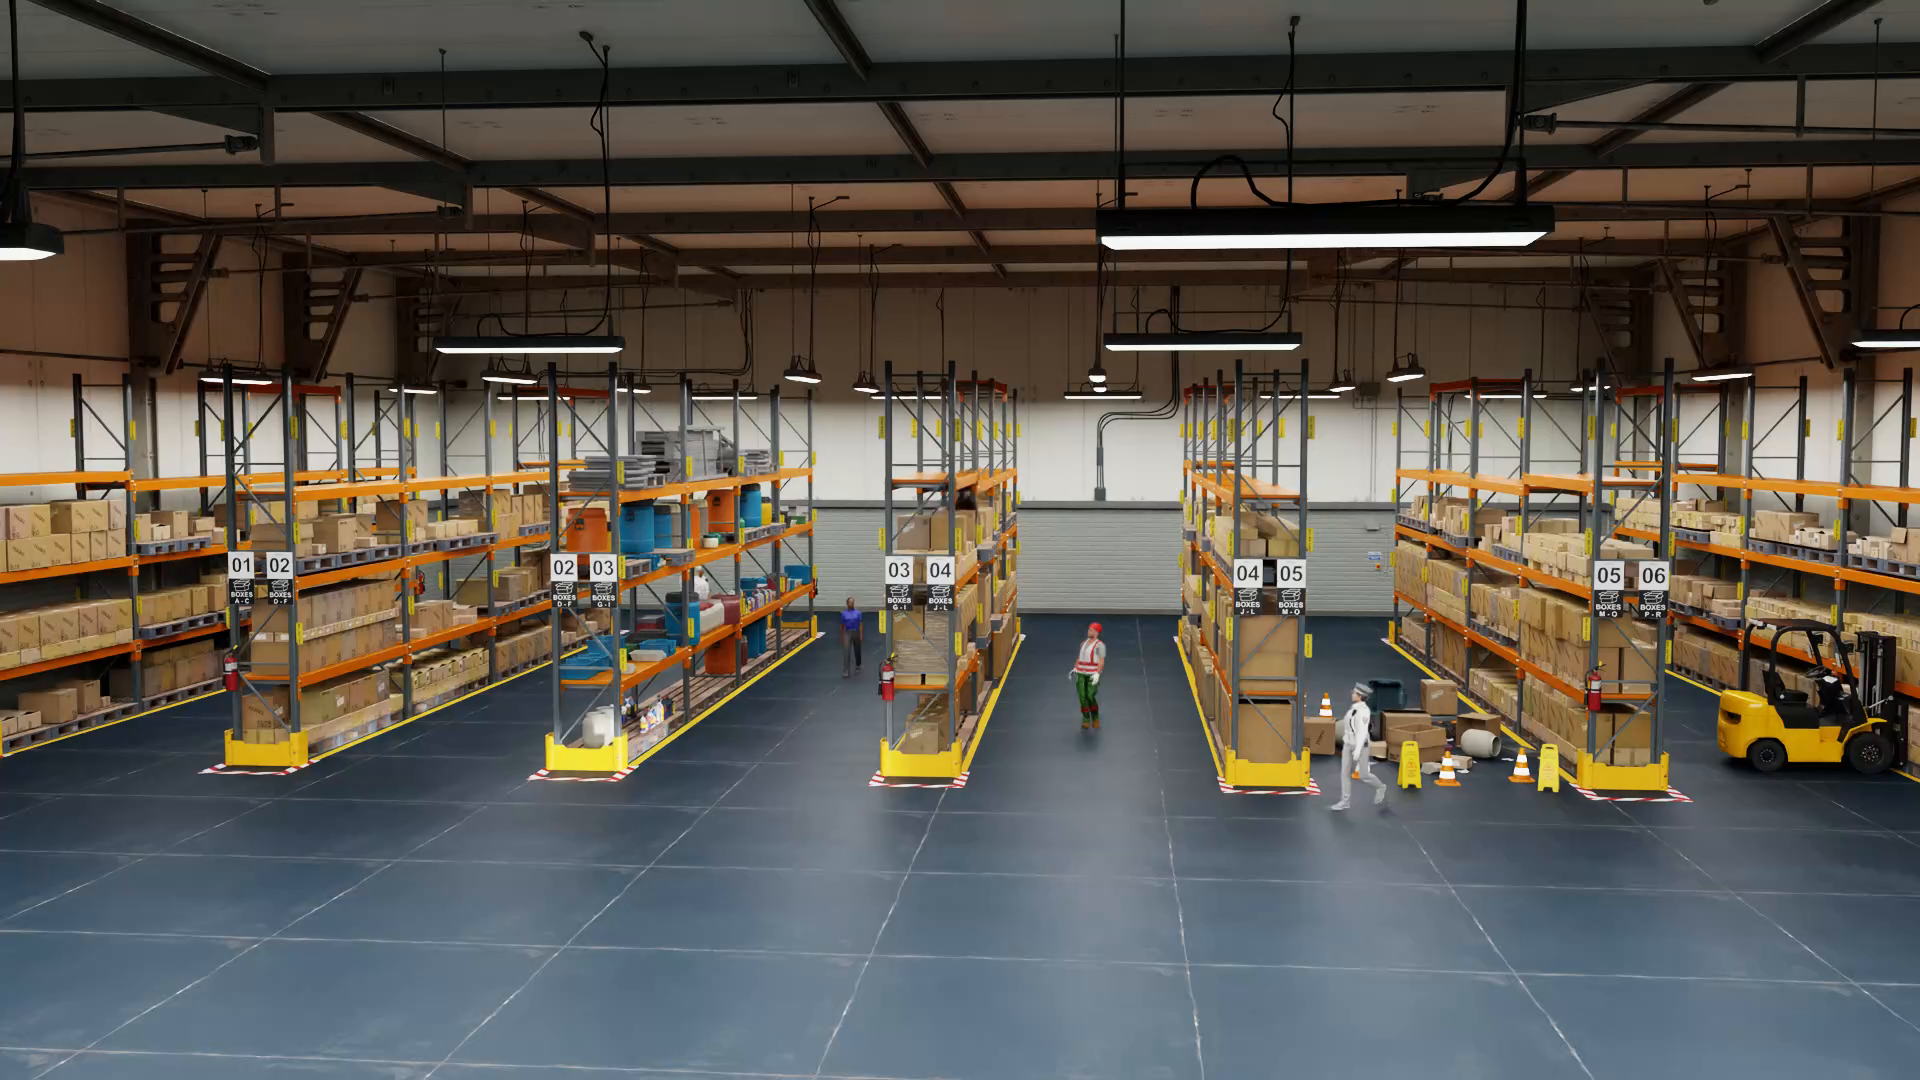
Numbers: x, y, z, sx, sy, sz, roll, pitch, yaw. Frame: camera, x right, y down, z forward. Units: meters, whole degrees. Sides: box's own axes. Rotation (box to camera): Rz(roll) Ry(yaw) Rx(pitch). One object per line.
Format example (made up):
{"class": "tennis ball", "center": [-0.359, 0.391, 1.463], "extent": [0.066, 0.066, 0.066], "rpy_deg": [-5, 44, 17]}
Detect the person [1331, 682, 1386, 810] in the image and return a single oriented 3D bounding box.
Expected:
{"class": "person", "center": [5.270, 2.712, 21.954], "extent": [0.760, 1.675, 0.434], "rpy_deg": [-3, 5, -34]}

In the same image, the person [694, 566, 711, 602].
{"class": "person", "center": [-6.320, 1.478, 41.066], "extent": [0.645, 1.655, 0.498], "rpy_deg": [1, 4, 21]}

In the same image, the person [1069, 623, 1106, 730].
{"class": "person", "center": [2.160, 2.284, 28.056], "extent": [0.618, 1.775, 0.485], "rpy_deg": [2, 4, 32]}

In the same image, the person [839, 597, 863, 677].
{"class": "person", "center": [-2.216, 1.963, 33.942], "extent": [0.494, 1.600, 0.951], "rpy_deg": [0, 4, 0]}
